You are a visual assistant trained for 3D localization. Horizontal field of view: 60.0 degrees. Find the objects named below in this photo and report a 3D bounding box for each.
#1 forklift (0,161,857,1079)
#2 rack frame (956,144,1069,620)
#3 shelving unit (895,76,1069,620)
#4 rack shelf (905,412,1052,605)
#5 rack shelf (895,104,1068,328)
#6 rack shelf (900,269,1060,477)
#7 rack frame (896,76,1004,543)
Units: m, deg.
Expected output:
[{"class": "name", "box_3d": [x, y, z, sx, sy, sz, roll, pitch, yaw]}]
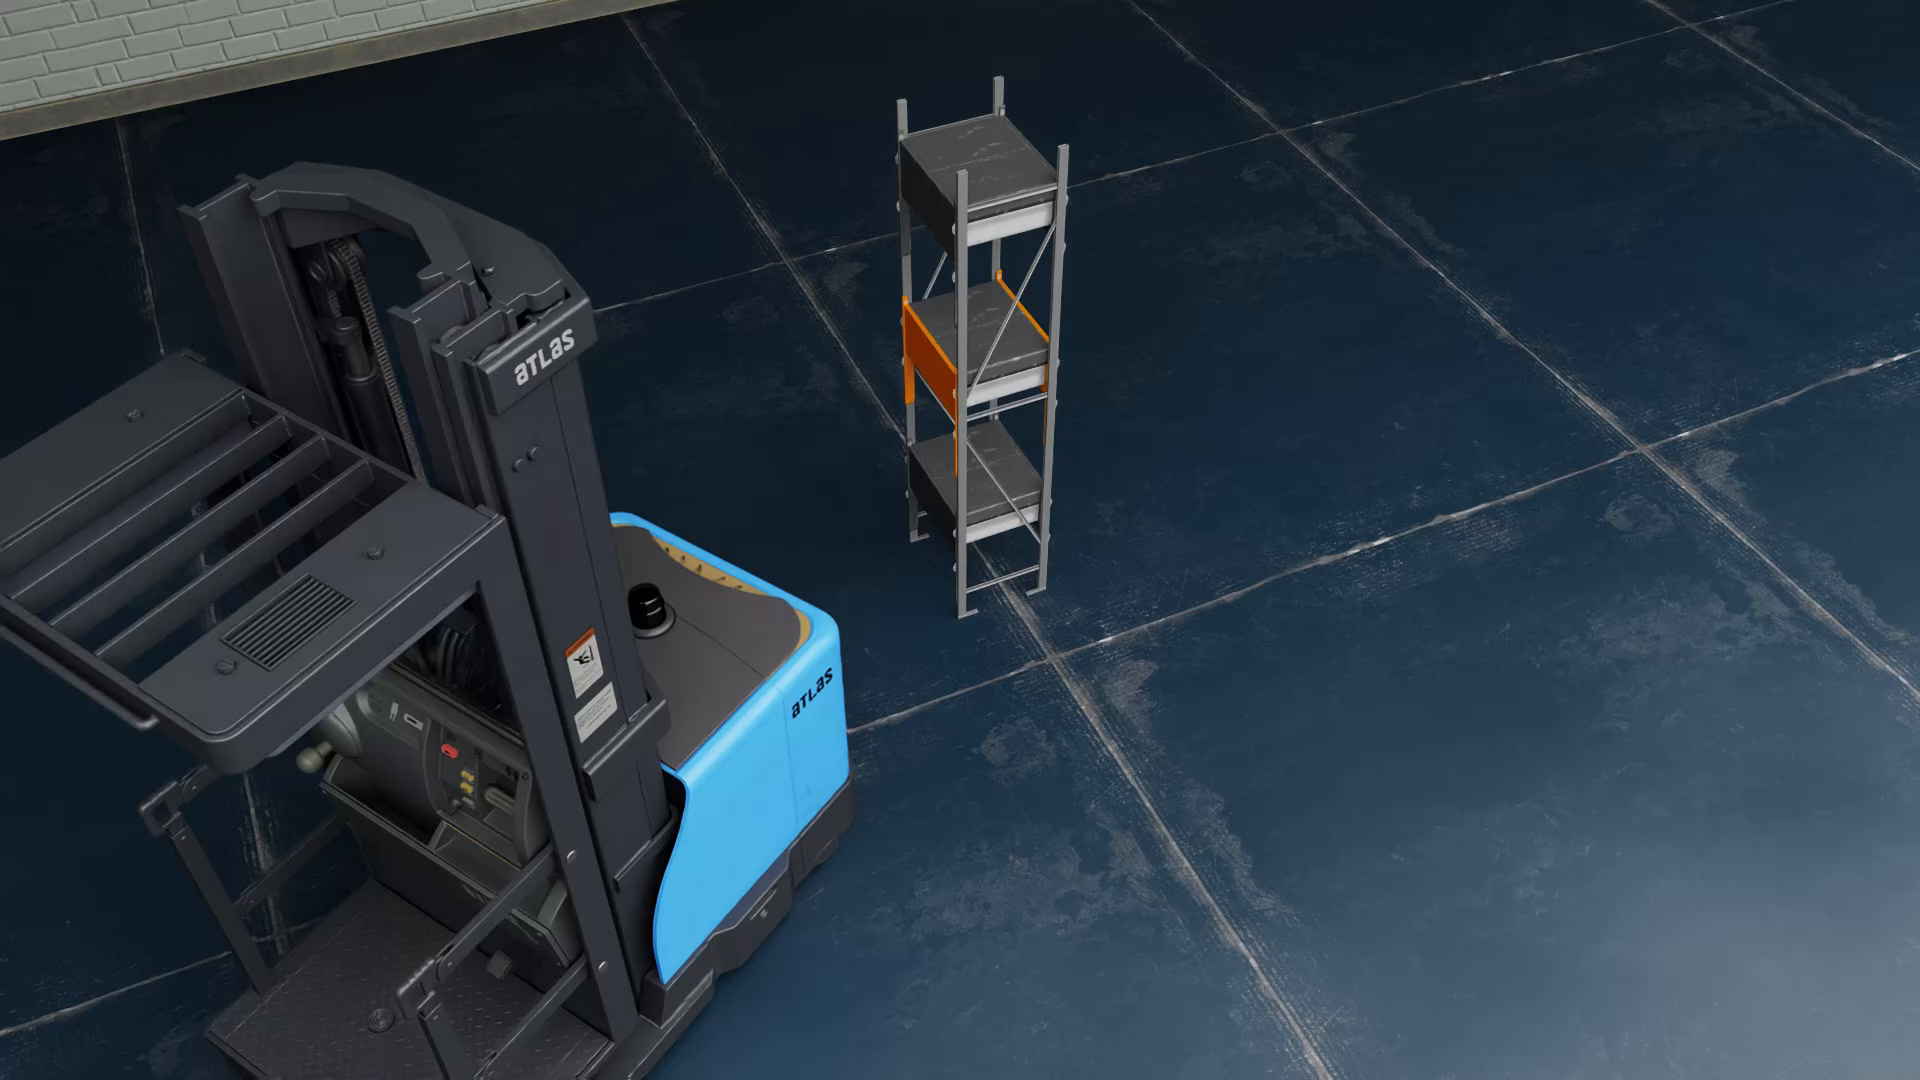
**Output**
[{"class": "forklift", "box_3d": [-1.611, 0.648, 4.375, 1.130, 2.935, 3.031, 25, 50, 23]}, {"class": "rack frame", "box_3d": [0.172, -0.486, 6.117, 0.400, 2.100, 0.015, -18, 47, -17]}, {"class": "shelving unit", "box_3d": [0.070, -0.642, 6.274, 0.431, 2.100, 0.503, -18, 47, -17]}, {"class": "rack shelf", "box_3d": [0.070, -0.134, 6.776, 0.431, 0.518, 0.480, -18, 47, -17]}, {"class": "rack shelf", "box_3d": [0.070, -1.130, 5.792, 0.431, 0.518, 0.480, -18, 47, -17]}, {"class": "rack shelf", "box_3d": [0.070, -0.632, 6.284, 0.431, 0.518, 0.480, -18, 47, -17]}, {"class": "rack frame", "box_3d": [-0.033, -0.797, 6.432, 0.400, 2.100, 0.015, -18, 47, -17]}]
